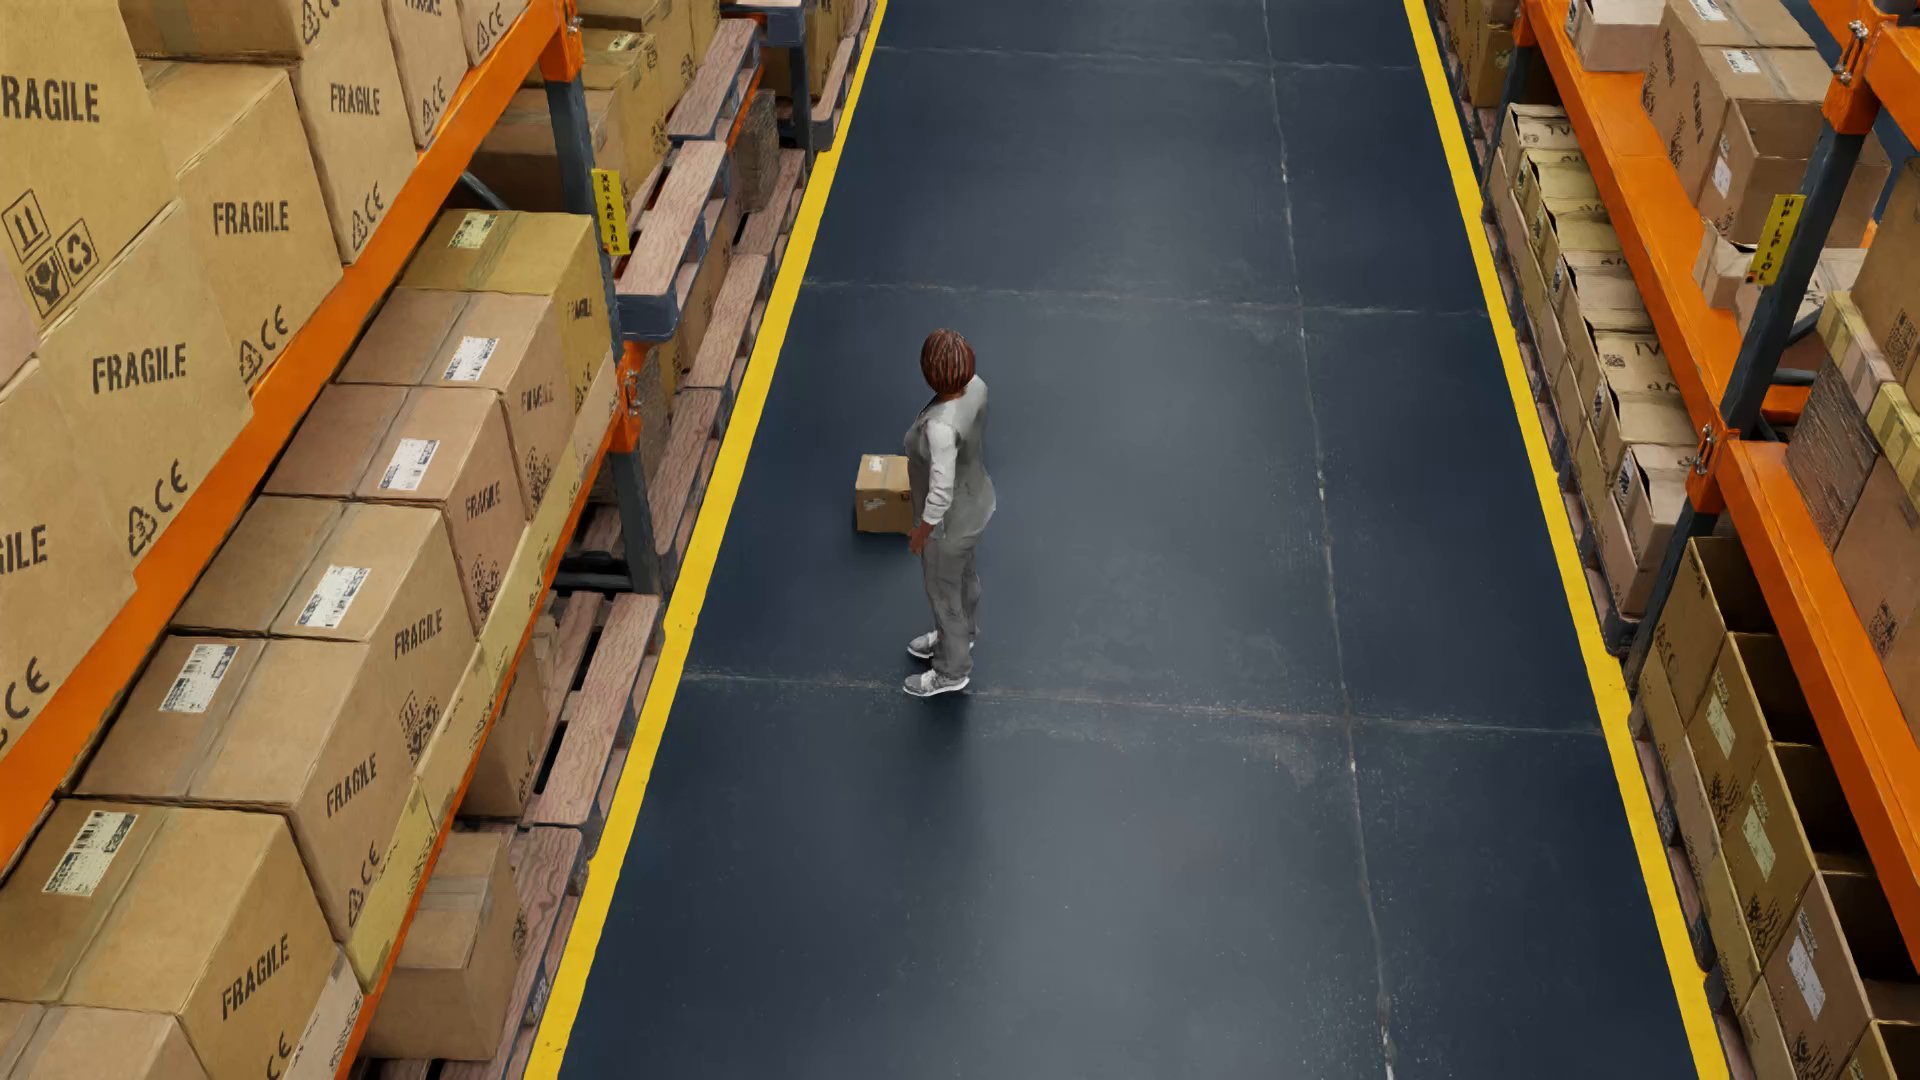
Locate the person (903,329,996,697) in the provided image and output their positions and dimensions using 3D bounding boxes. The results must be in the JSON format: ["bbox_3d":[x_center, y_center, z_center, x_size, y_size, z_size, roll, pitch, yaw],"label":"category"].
[{"bbox_3d":[-0.050,-0.087,6.261,0.362,1.622,0.460,13,42,14],"label":"person"}]
